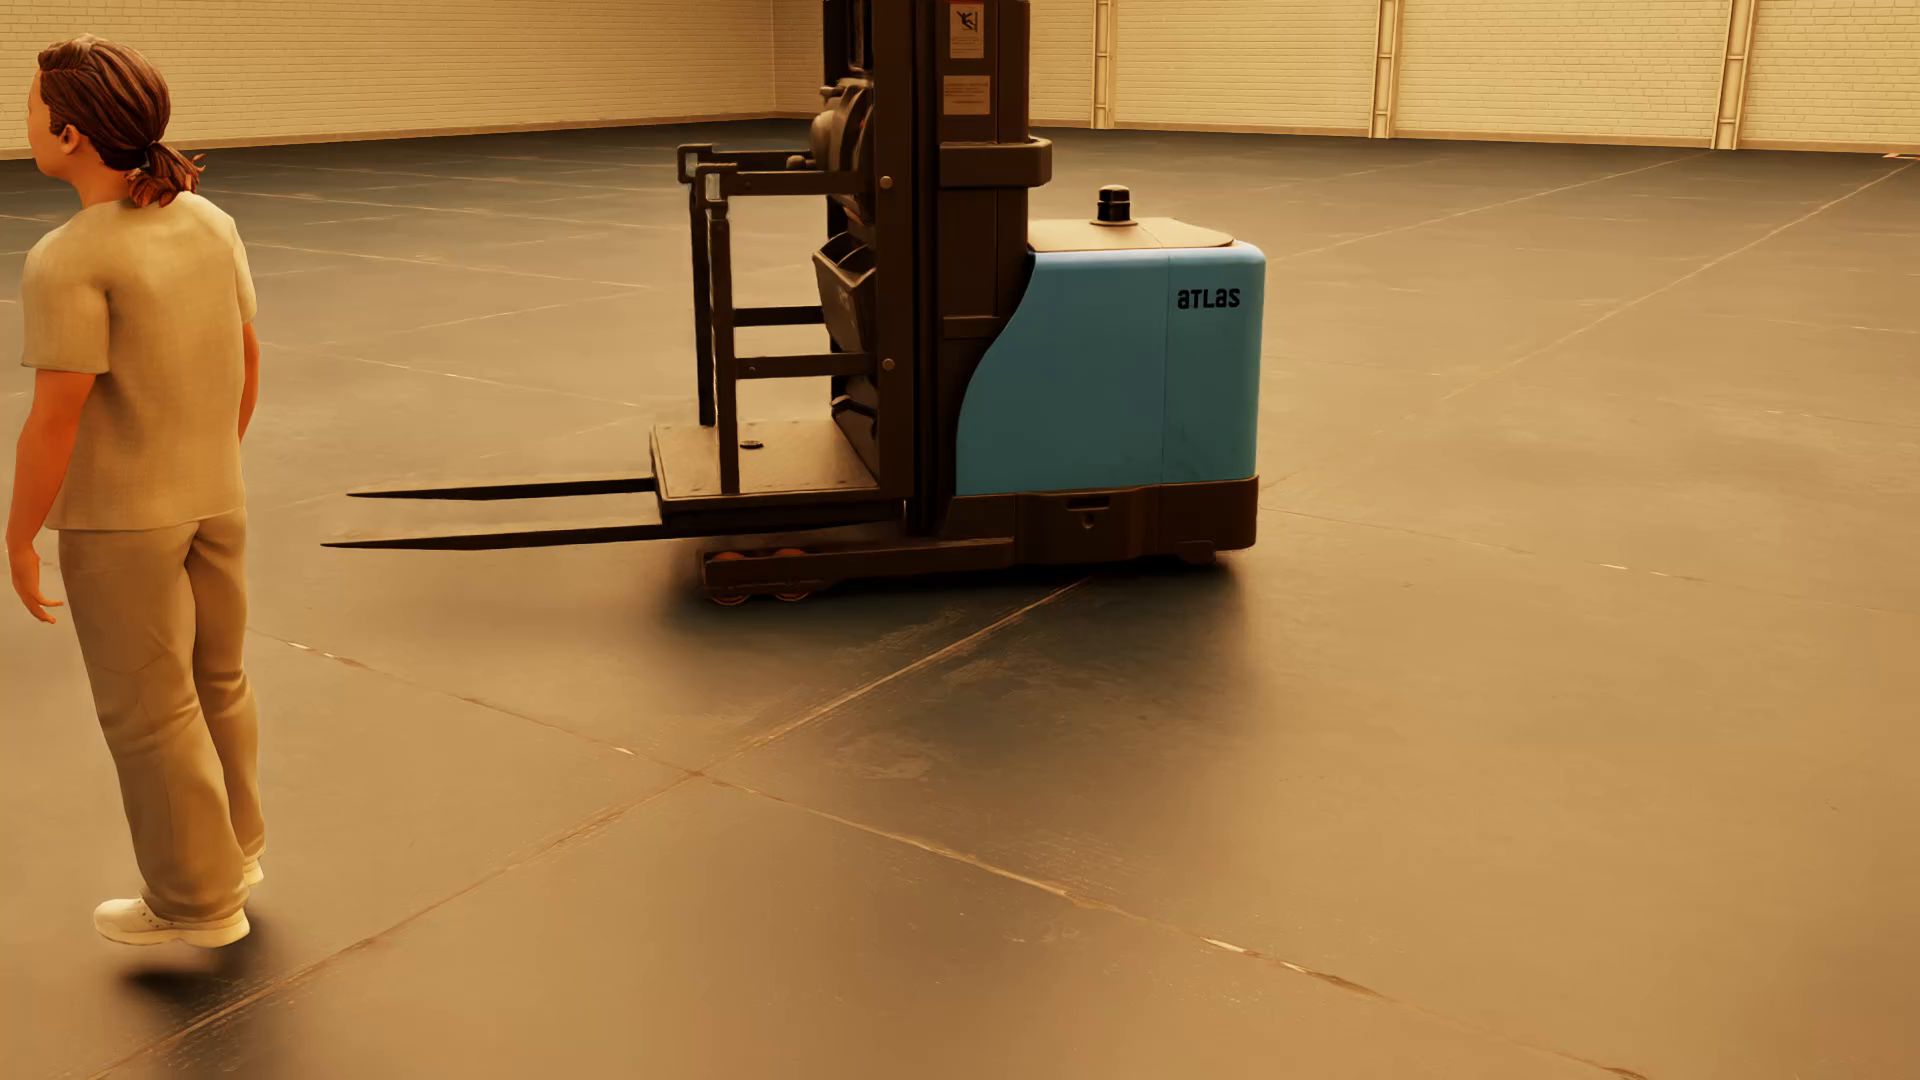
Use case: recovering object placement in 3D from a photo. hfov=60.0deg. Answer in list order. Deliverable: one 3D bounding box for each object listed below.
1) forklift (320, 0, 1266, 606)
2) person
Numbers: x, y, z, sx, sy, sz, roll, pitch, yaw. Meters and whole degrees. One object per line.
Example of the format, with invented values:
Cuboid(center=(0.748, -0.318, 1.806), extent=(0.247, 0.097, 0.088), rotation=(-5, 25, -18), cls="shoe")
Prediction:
Cuboid(center=(-0.564, -1.362, 5.389), extent=(3.031, 2.935, 1.130), rotation=(-4, 17, -12), cls="forklift")
Cuboid(center=(-1.513, -0.039, 3.000), extent=(0.551, 1.674, 0.546), rotation=(5, 17, 17), cls="person")
